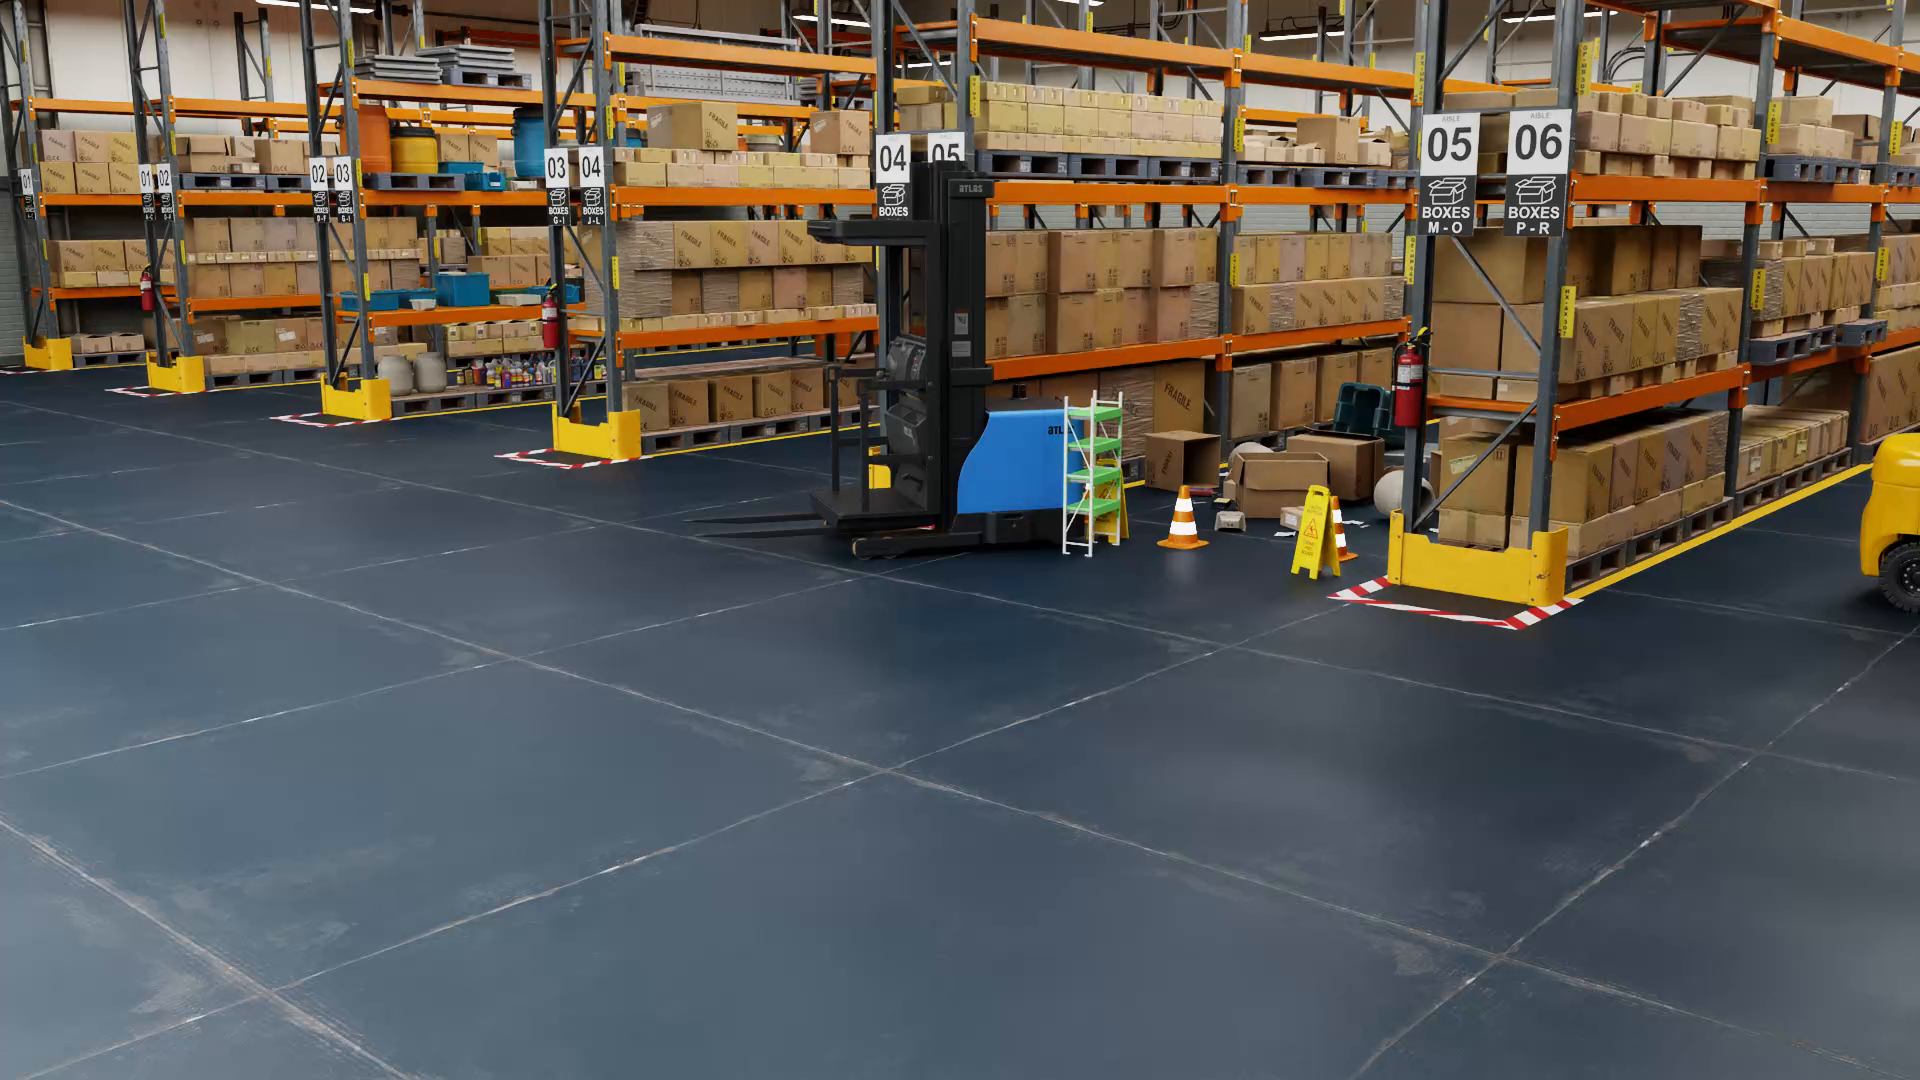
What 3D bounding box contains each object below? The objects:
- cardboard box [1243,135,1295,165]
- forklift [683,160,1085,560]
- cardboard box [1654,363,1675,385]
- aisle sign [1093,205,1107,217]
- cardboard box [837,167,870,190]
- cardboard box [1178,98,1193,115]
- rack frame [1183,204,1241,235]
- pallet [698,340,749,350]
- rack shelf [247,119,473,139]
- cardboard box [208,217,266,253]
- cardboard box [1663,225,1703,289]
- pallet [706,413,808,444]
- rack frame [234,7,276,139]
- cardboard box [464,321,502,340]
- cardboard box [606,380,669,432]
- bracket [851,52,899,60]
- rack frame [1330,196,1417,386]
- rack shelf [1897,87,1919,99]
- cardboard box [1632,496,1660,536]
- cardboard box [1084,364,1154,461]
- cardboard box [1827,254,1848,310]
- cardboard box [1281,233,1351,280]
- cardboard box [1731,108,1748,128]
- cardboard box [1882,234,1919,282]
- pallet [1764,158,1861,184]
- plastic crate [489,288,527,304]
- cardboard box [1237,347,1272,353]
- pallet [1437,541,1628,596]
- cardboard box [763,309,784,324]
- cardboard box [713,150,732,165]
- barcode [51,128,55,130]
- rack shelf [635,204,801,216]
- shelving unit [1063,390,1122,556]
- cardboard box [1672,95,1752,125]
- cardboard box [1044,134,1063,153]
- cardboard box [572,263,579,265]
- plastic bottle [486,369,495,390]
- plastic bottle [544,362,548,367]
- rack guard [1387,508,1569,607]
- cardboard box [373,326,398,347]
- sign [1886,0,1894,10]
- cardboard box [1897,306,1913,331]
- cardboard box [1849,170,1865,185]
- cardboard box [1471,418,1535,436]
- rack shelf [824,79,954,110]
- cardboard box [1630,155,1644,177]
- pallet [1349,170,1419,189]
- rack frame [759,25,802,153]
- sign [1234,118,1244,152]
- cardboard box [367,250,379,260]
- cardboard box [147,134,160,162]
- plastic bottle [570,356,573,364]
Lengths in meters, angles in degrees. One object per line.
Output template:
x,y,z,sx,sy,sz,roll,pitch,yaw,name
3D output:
3.338,-4.295,18.299,0.500,0.311,0.500,9,14,38,cardboard box
-0.600,-1.401,12.743,3.031,2.935,1.130,-3,12,-17,forklift
5.146,-1.265,12.529,0.380,0.149,0.250,10,15,41,cardboard box
2.713,-6.712,32.522,0.394,0.787,0.004,10,15,40,aisle sign
-1.417,-4.279,19.702,0.500,0.250,0.500,11,15,42,cardboard box
2.012,-4.151,15.956,0.380,0.149,0.250,10,15,40,cardboard box
3.968,-4.160,26.379,1.000,3.000,0.127,10,15,40,rack frame
-4.784,-3.769,31.541,1.003,0.211,1.213,10,15,40,pallet
-11.155,-7.591,31.101,1.077,0.370,4.000,10,15,40,rack shelf
-10.696,-4.514,24.584,0.700,0.500,0.500,9,15,39,cardboard box
5.678,-2.350,13.750,0.700,0.500,0.500,10,15,40,cardboard box
-2.534,-1.332,19.339,1.003,0.211,1.213,10,15,40,pallet
-12.475,-7.846,29.518,1.000,3.000,0.127,10,15,40,rack frame
-7.957,-3.498,27.583,0.500,0.311,0.500,10,15,40,cardboard box
-3.528,-1.464,18.192,0.500,0.500,0.500,-9,14,-37,cardboard box
-1.706,-12.162,41.940,0.076,0.066,3.189,10,15,40,bracket
4.987,-2.915,20.147,1.000,3.000,0.127,10,15,40,rack frame
12.733,-5.566,20.959,1.077,0.370,4.000,10,15,40,rack shelf
4.925,-0.209,12.549,0.500,0.250,0.500,-11,16,-44,cardboard box
1.287,-1.274,16.283,0.875,0.875,0.875,10,15,41,cardboard box
8.016,-2.436,15.662,0.500,0.500,0.500,9,14,37,cardboard box
4.013,-3.239,18.963,0.700,0.500,0.500,9,15,39,cardboard box
5.972,-3.317,13.108,0.380,0.149,0.250,9,15,39,cardboard box
10.290,-3.092,18.227,0.500,0.500,0.500,10,15,41,cardboard box
7.301,-3.310,14.947,1.213,0.211,1.003,10,15,40,pallet
-6.141,-3.356,22.896,0.450,0.188,0.662,10,15,40,plastic crate
4.464,-3.410,26.980,0.875,0.875,0.875,10,15,40,cardboard box
4.104,0.128,12.029,1.003,0.211,1.213,10,15,40,pallet
-2.235,-2.571,19.067,0.380,0.149,0.250,10,15,40,cardboard box
-2.713,-4.185,18.211,0.380,0.149,0.250,9,14,38,cardboard box
-15.022,-6.789,27.545,0.001,0.075,0.075,10,15,40,barcode
-4.791,-6.265,31.098,1.077,0.370,4.000,10,15,40,rack shelf
1.017,-0.518,12.740,0.258,1.200,0.503,7,13,30,shelving unit
6.419,-3.652,14.211,0.500,0.250,0.500,10,15,42,cardboard box
0.674,-3.461,14.539,0.380,0.149,0.250,10,15,41,cardboard box
-8.076,-5.700,34.681,0.380,0.149,0.250,9,15,39,cardboard box
-6.242,-2.139,22.104,0.097,0.271,0.097,0,11,0,plastic bottle
-5.675,-2.308,22.922,0.061,0.283,0.133,10,15,40,plastic bottle
3.541,0.102,11.425,1.175,0.500,0.348,10,15,40,rack guard
-9.232,-3.321,26.212,0.500,0.500,0.500,10,15,40,cardboard box
11.012,-6.431,19.647,0.100,0.325,0.005,10,15,40,sign
9.960,-2.410,18.002,0.500,0.250,0.500,10,15,42,cardboard box
8.564,-3.527,16.192,0.380,0.149,0.250,10,15,40,cardboard box
4.016,-0.871,12.289,0.380,0.149,0.250,10,15,42,cardboard box
0.008,-5.670,21.481,1.077,0.370,4.000,10,15,40,rack shelf
4.578,-2.631,11.710,0.380,0.149,0.250,9,15,39,cardboard box
4.602,-4.192,19.363,1.213,0.211,1.003,11,16,43,pallet
-3.470,-8.383,32.207,1.000,3.000,0.127,10,15,40,rack frame
2.765,-4.018,16.491,0.100,0.325,0.005,10,15,40,sign
-9.278,-4.450,25.920,0.380,0.149,0.250,10,15,40,cardboard box
-13.995,-6.657,28.366,0.500,0.500,0.500,10,15,40,cardboard box
-5.573,-2.511,23.965,0.097,0.271,0.097,0,11,0,plastic bottle
